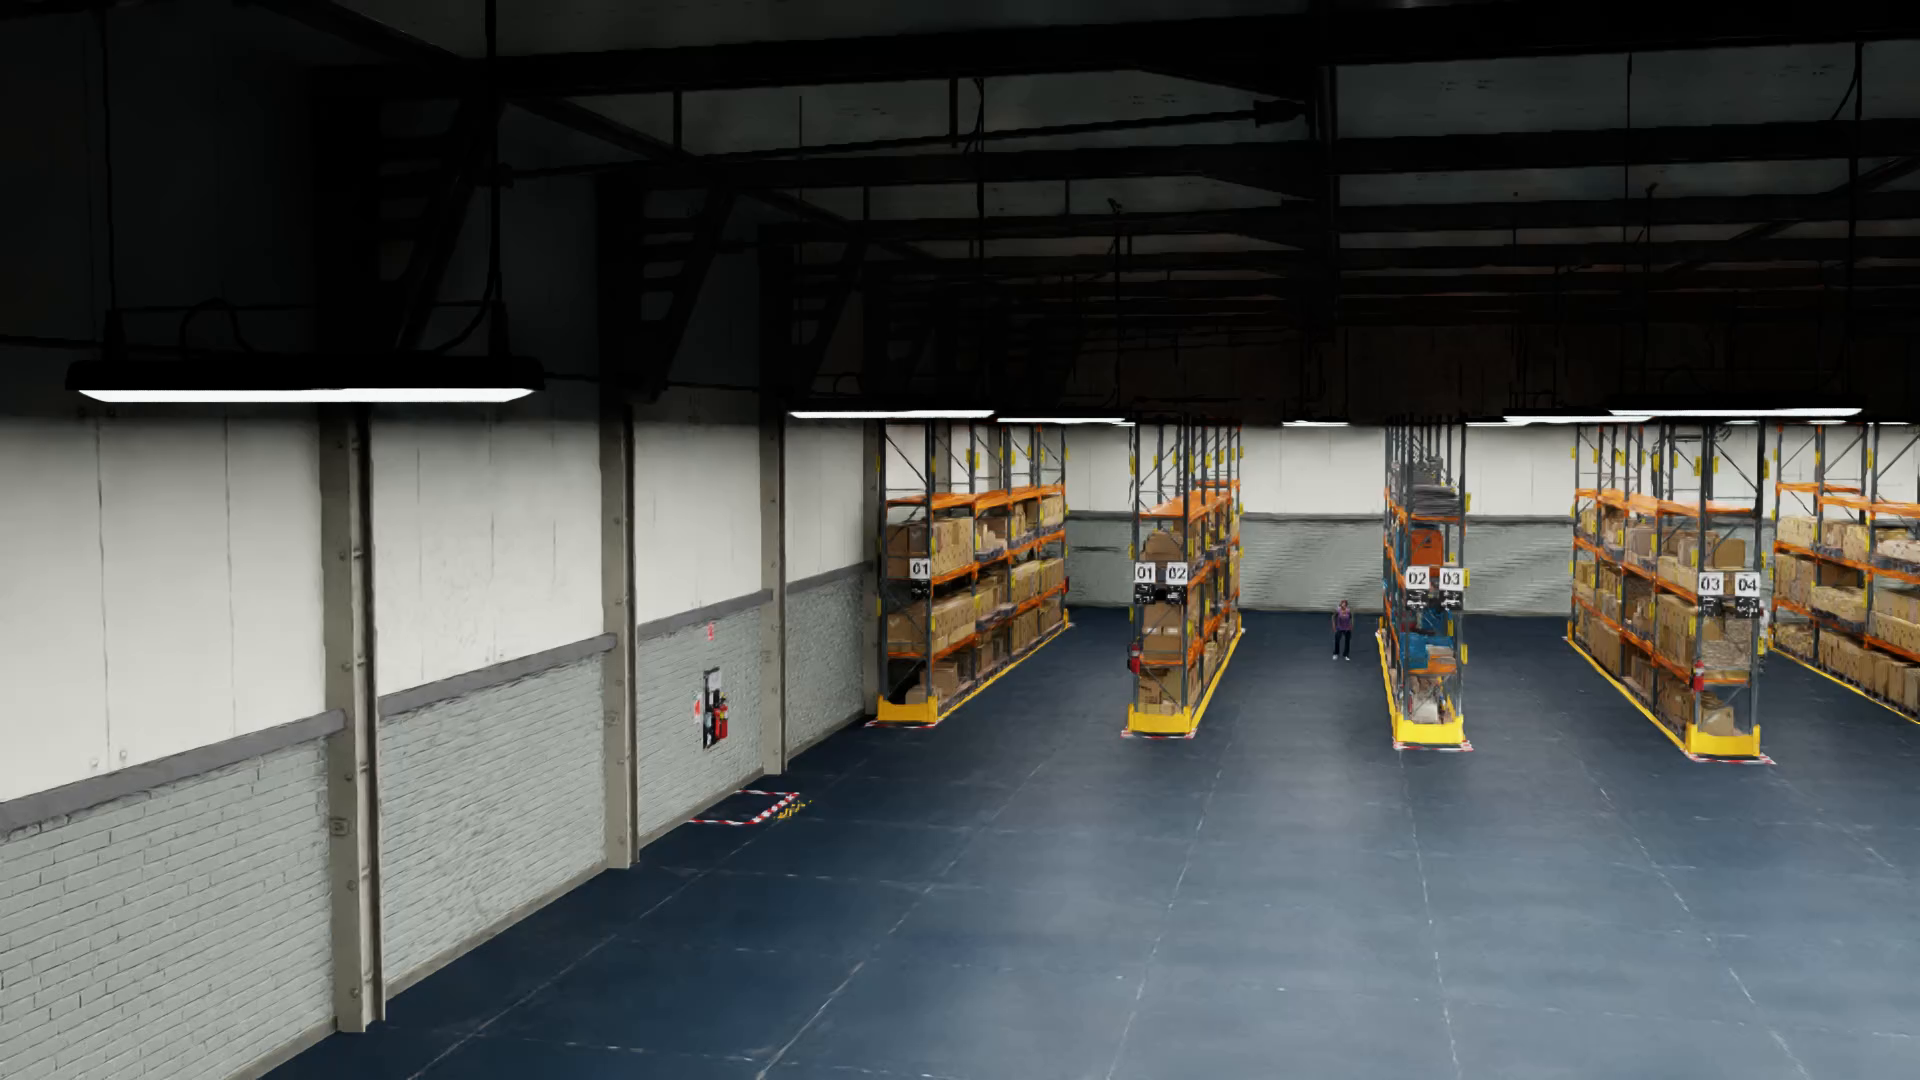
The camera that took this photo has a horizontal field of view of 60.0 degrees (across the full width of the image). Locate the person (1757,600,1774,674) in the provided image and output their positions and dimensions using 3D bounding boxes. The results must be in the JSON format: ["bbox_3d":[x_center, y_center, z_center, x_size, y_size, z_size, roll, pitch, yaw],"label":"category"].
[{"bbox_3d":[18.510,2.253,38.596,0.692,1.734,0.544,1,4,12],"label":"person"}]

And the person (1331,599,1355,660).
[{"bbox_3d":[9.417,2.193,40.907,0.566,1.541,0.519,1,4,10],"label":"person"}]
